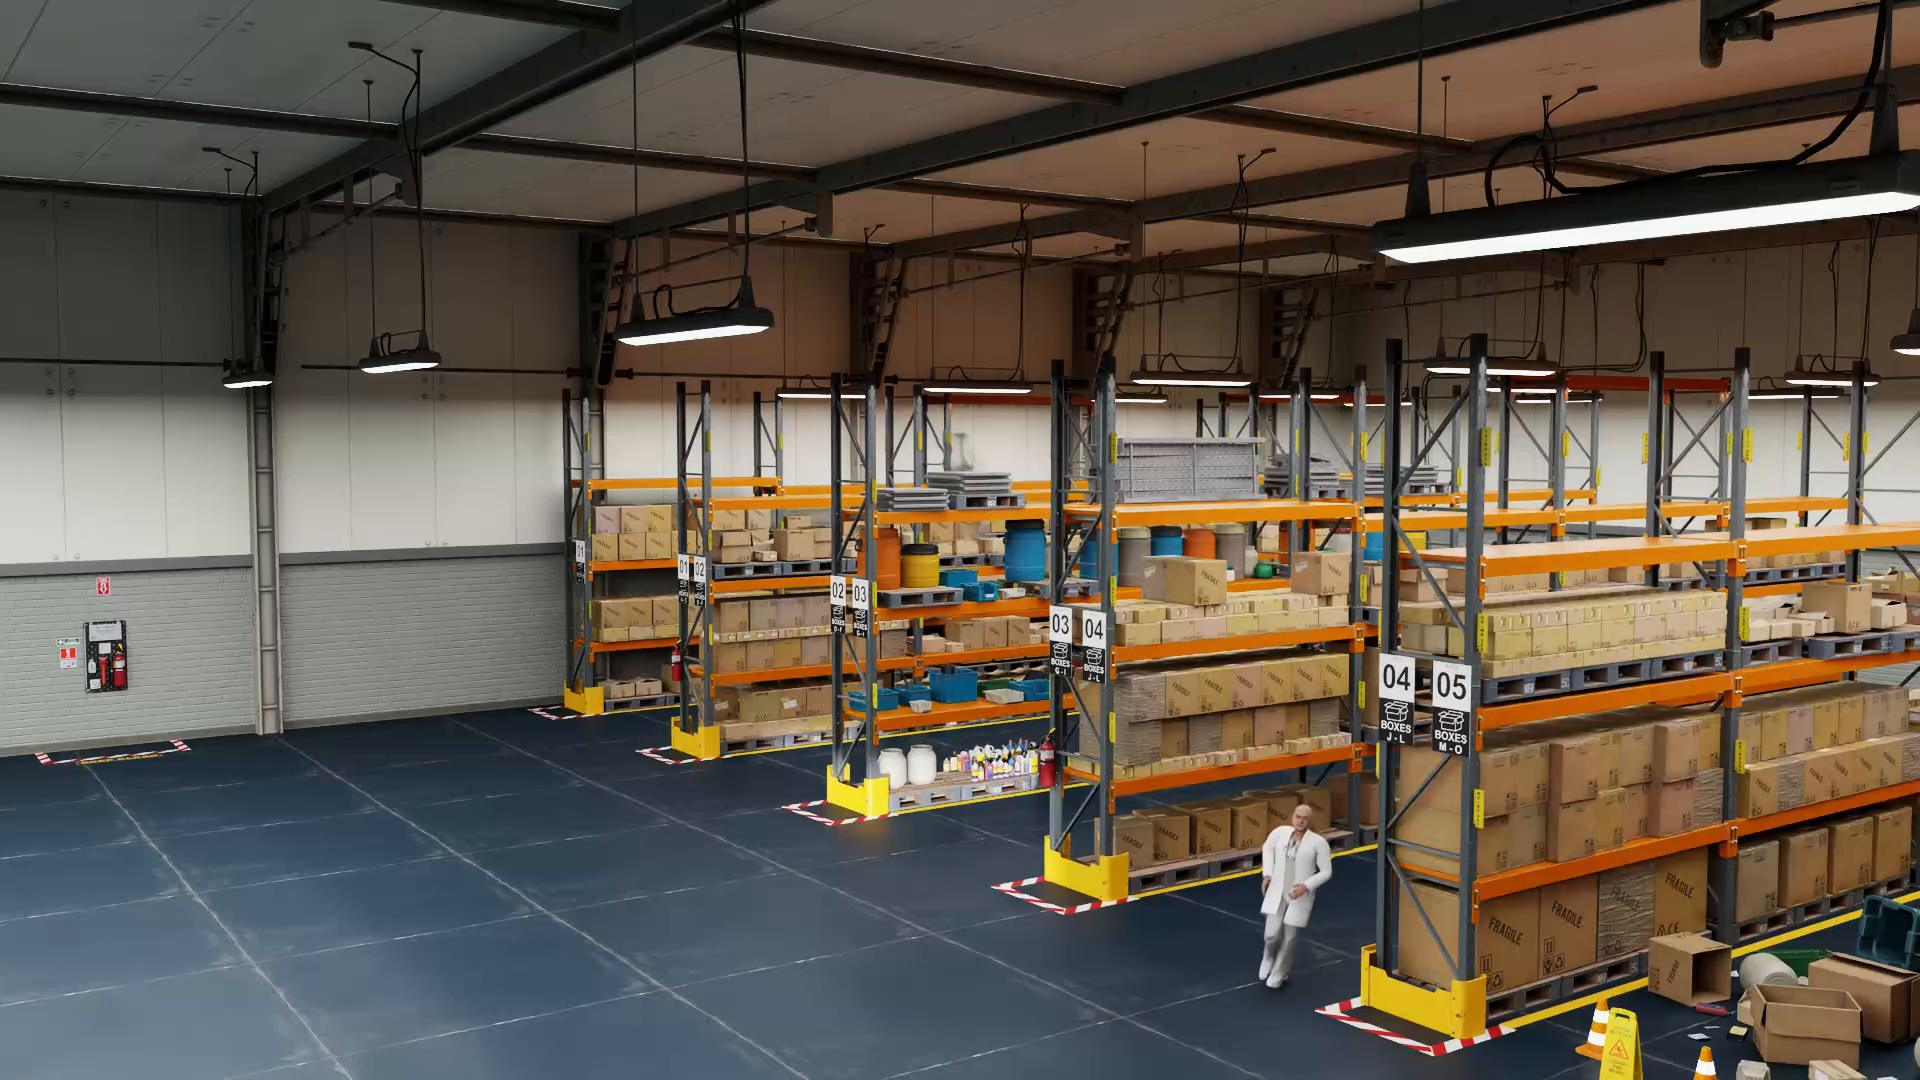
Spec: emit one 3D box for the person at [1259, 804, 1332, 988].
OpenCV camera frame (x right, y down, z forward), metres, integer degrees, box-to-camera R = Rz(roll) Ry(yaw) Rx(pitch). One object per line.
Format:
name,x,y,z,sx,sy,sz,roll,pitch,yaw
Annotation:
person,3.090,3.311,15.405,0.695,1.732,0.589,2,4,23

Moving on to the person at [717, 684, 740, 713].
person,-4.045,2.470,29.103,0.548,1.647,0.615,-3,5,-41
